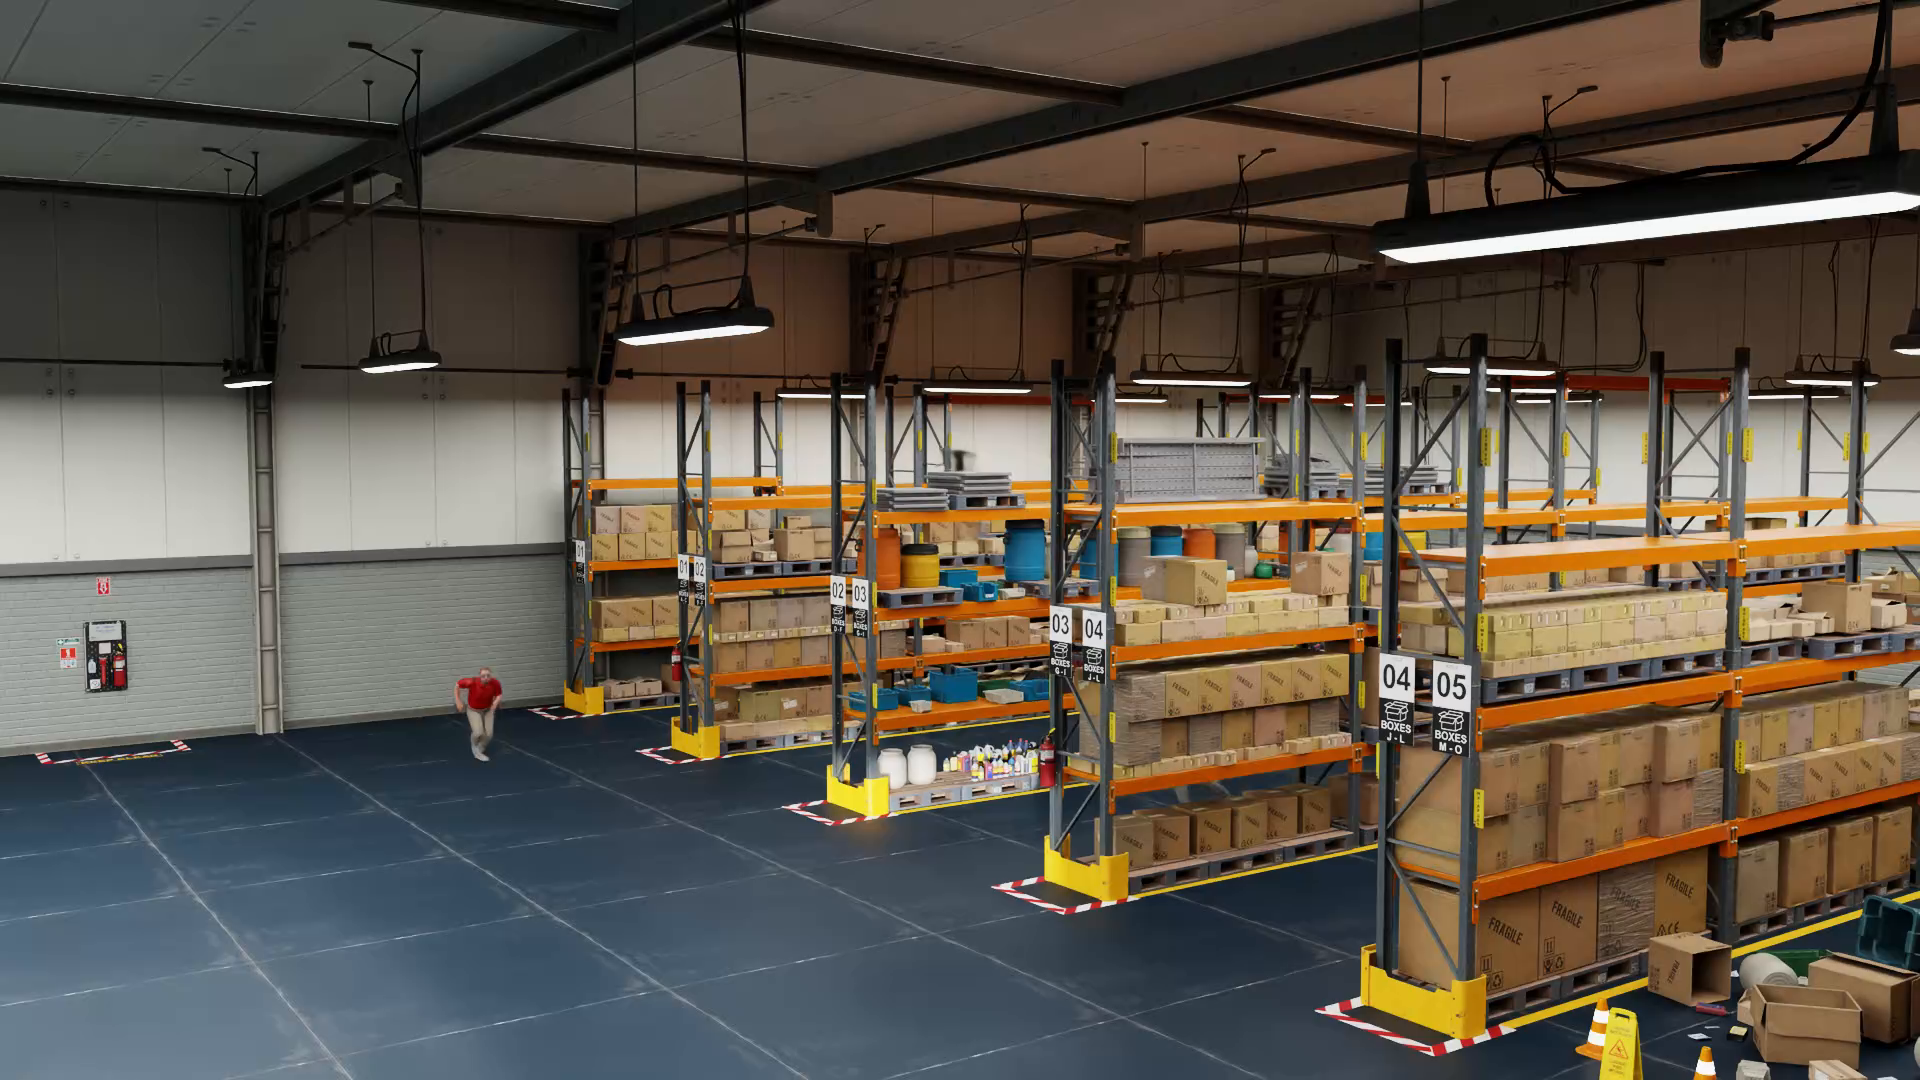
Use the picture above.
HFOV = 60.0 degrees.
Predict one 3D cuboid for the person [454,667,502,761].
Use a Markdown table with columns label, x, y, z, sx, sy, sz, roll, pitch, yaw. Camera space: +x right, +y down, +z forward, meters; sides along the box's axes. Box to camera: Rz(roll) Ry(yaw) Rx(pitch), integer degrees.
| label | x | y | z | sx | sy | sz | roll | pitch | yaw |
| --- | --- | --- | --- | --- | --- | --- | --- | --- | --- |
| person | -7.519 | 2.724 | 25.999 | 0.697 | 1.544 | 0.836 | -2 | 4 | -30 |

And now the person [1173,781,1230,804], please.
| label | x | y | z | sx | sy | sz | roll | pitch | yaw |
| --- | --- | --- | --- | --- | --- | --- | --- | --- | --- |
| person | 3.215 | 2.933 | 22.383 | 1.123 | 1.611 | 0.703 | -2 | 4 | -28 |
